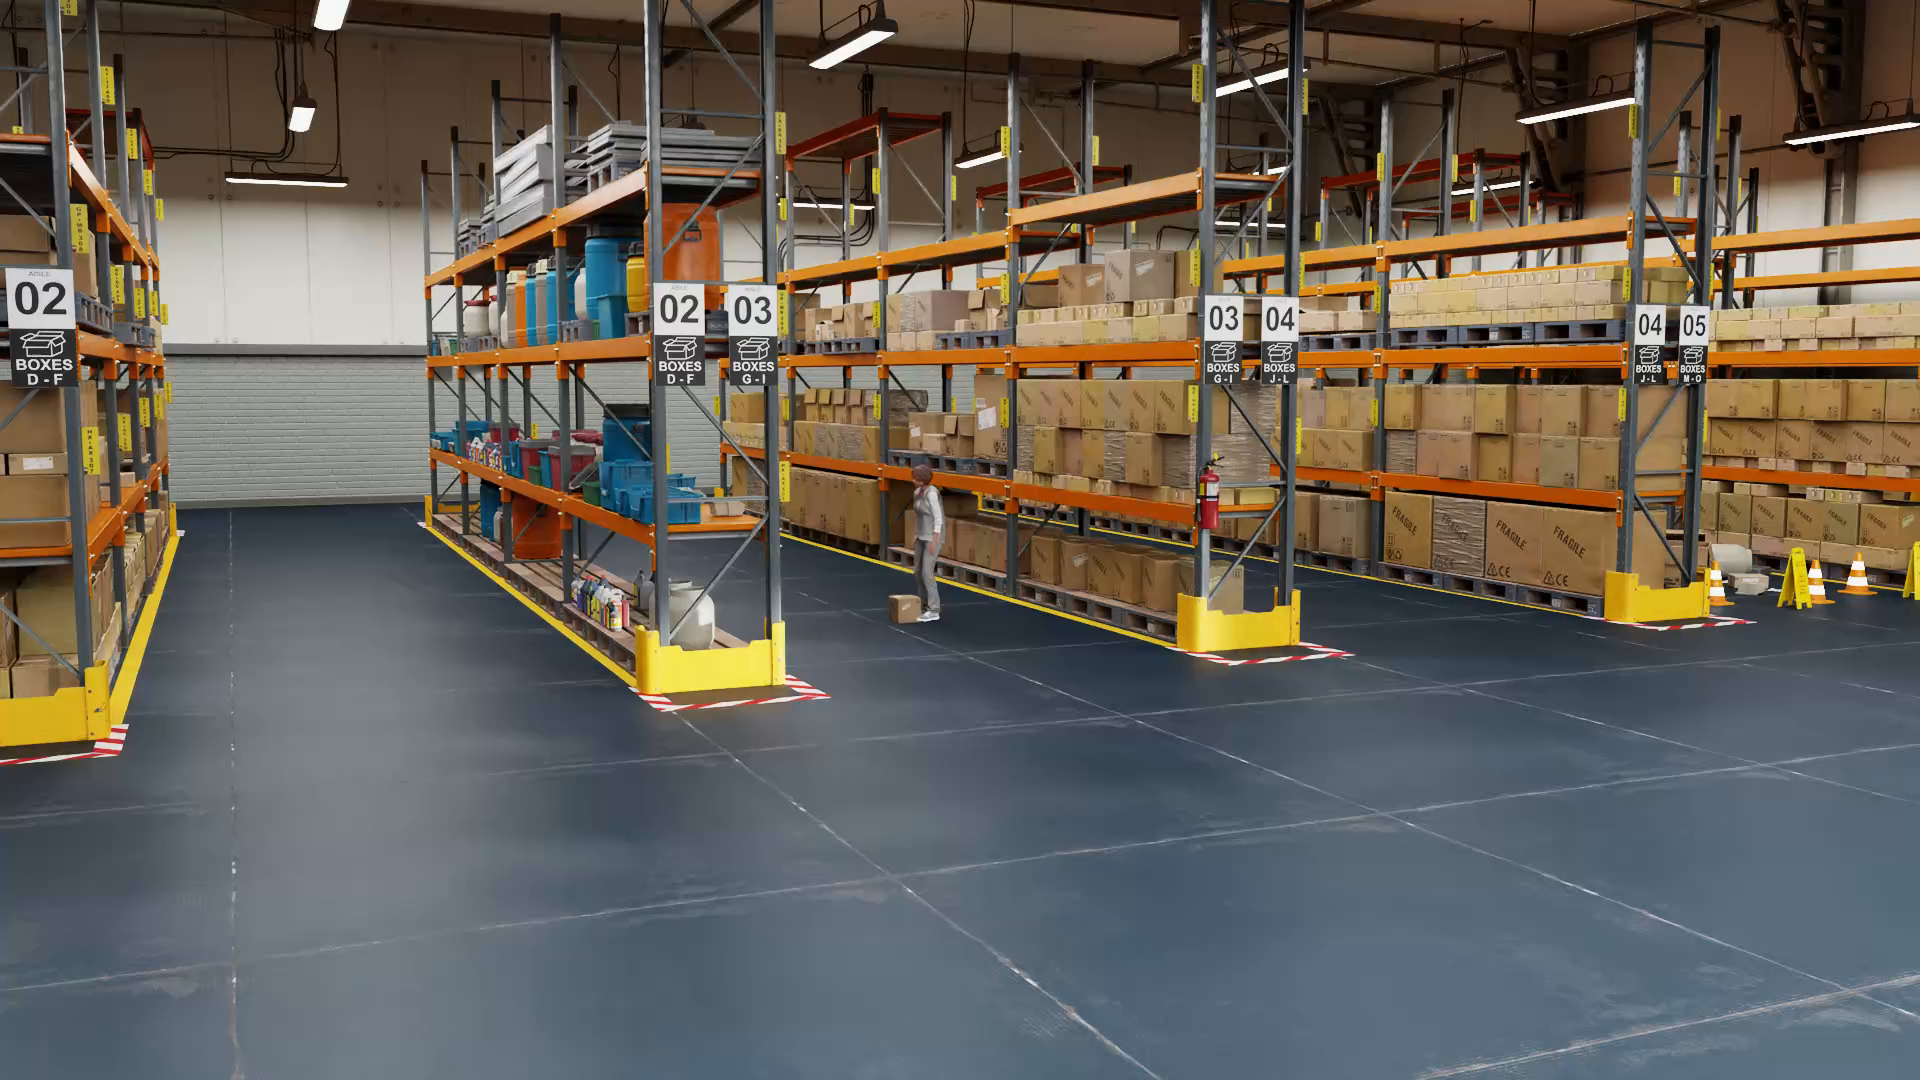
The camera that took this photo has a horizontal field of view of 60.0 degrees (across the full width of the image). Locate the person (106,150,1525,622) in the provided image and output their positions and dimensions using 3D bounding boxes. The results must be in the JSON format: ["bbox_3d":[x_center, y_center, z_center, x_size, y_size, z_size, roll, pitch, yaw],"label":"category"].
[{"bbox_3d":[-4.012,-3.051,25.748,24.293,6.000,19.901,-3,6,-27],"label":"person"}]
